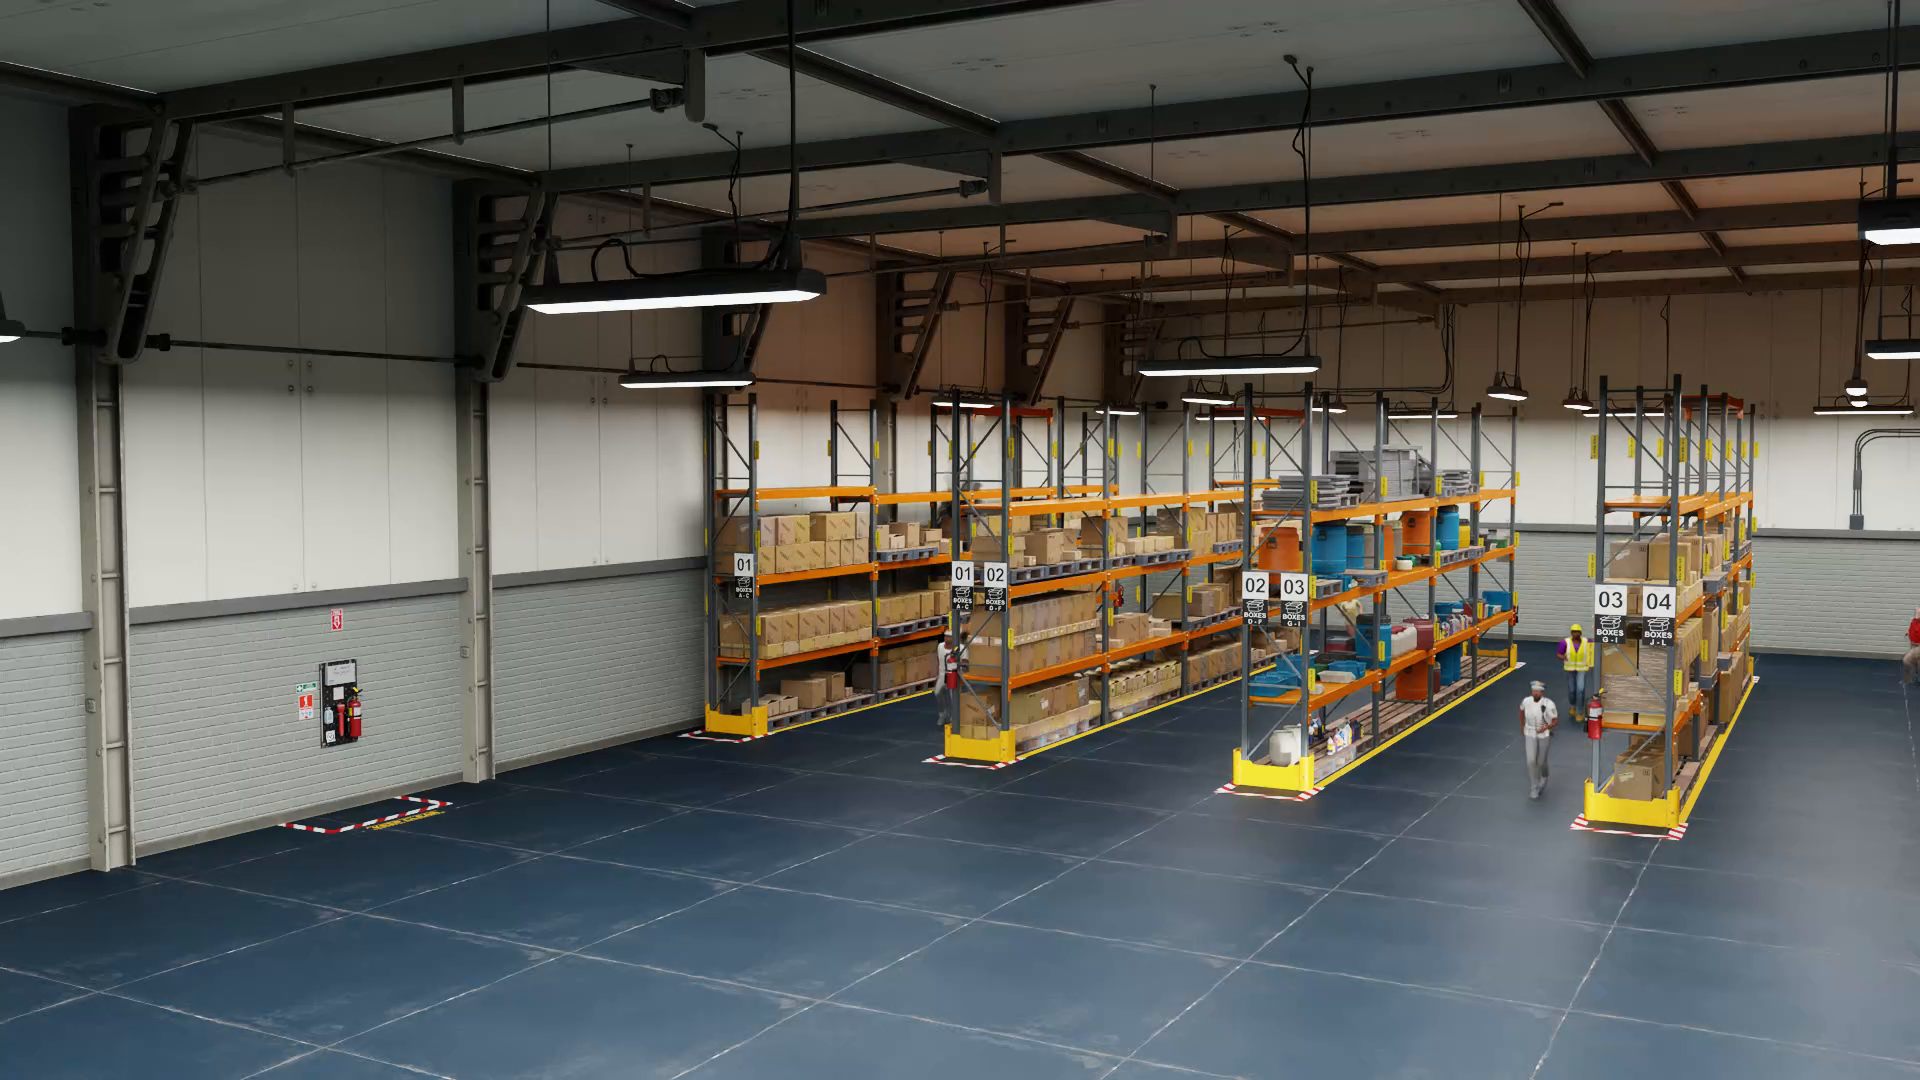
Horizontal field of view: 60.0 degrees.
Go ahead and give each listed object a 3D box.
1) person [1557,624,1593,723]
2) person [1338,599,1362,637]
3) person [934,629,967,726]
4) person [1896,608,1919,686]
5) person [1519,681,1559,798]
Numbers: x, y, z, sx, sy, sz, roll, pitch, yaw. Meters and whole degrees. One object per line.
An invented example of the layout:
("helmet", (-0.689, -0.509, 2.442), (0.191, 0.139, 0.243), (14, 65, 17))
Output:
("person", (11.427, 2.441, 30.890), (0.640, 1.796, 0.890), (2, 3, 26))
("person", (9.419, 2.029, 40.003), (0.640, 1.690, 0.747), (1, 3, 11))
("person", (-0.165, 2.499, 30.288), (0.676, 1.793, 0.784), (1, 3, 22))
("person", (20.361, 2.291, 35.236), (0.775, 1.729, 0.796), (0, 3, 0))
("person", (8.430, 2.898, 24.237), (0.589, 1.746, 0.826), (2, 4, 29))
